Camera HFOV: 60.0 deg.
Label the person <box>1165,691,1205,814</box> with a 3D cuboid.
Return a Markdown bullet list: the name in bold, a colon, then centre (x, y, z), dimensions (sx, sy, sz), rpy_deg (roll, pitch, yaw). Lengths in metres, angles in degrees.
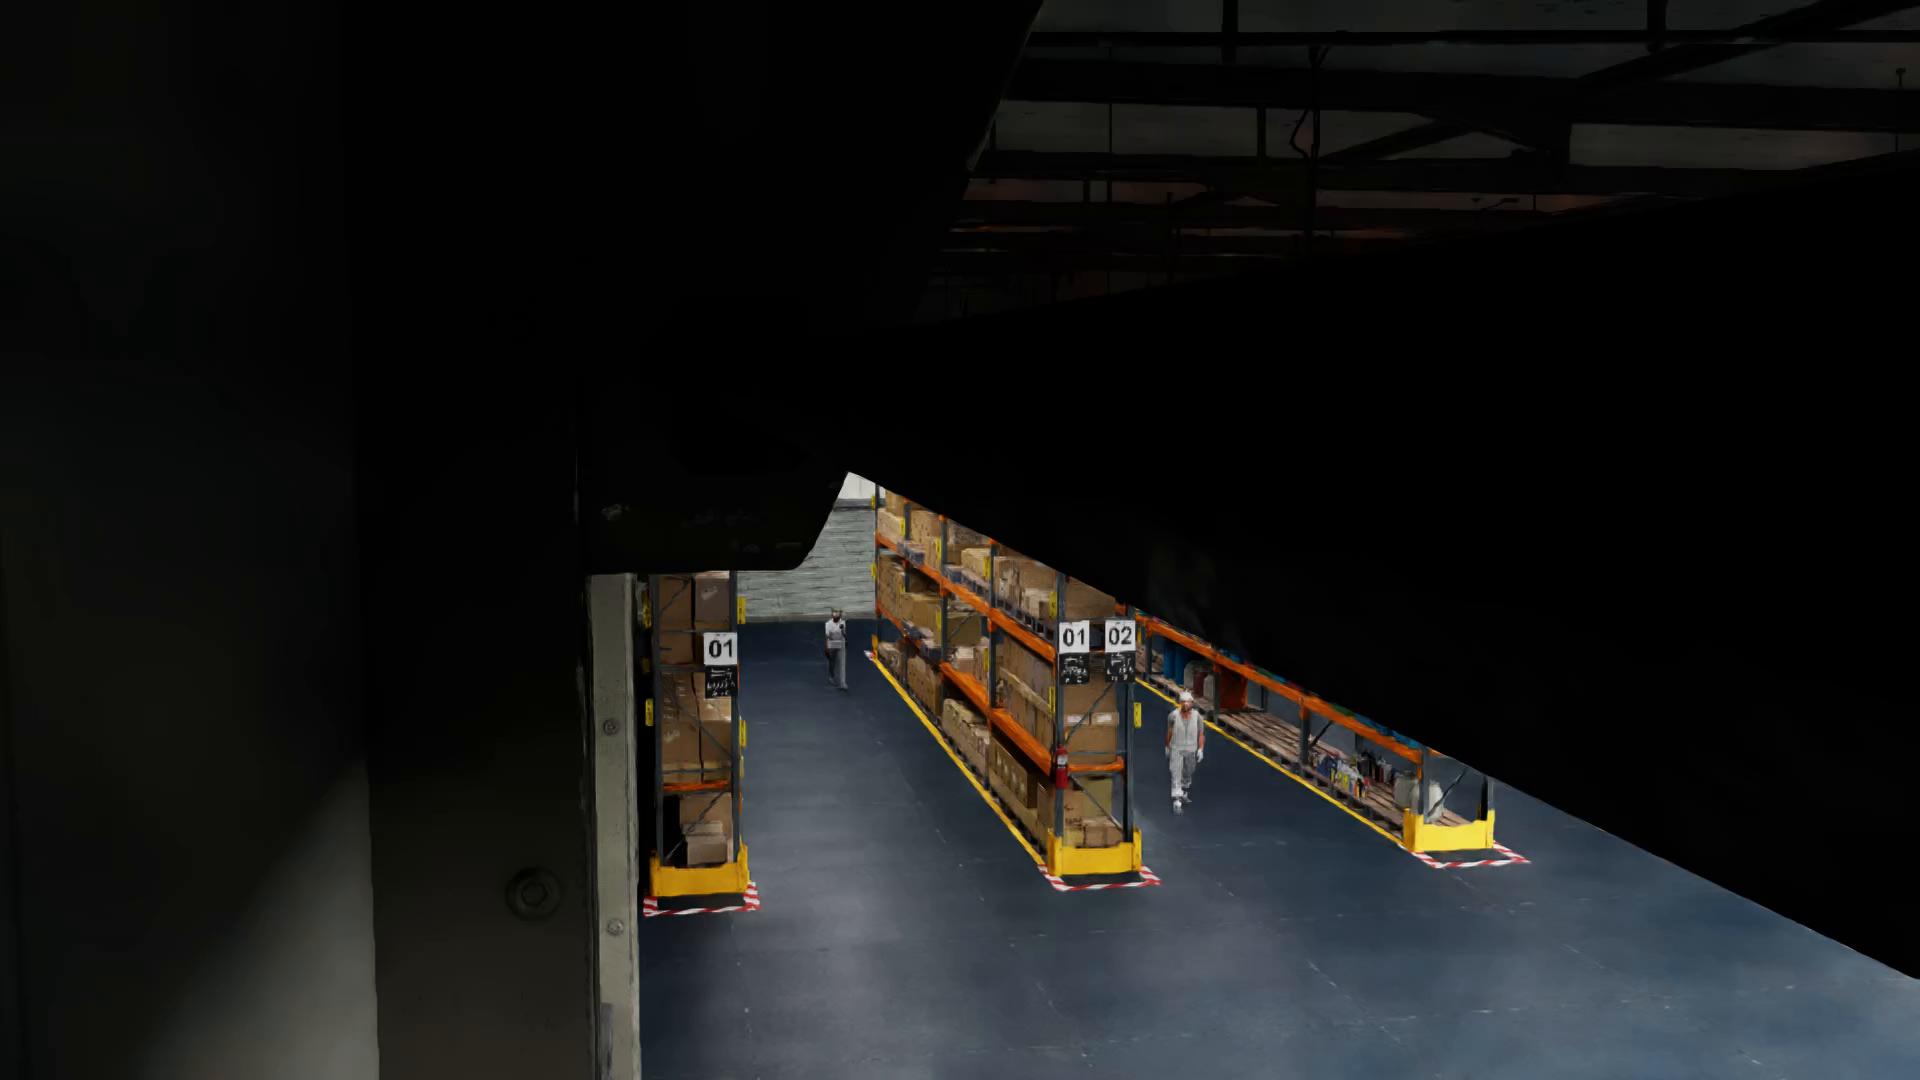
- **person**: centre (3.233, 3.015, 23.829), dimensions (0.531, 1.728, 1.037), rpy_deg (0, 6, -3)

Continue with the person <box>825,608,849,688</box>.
- **person**: centre (-2.471, 2.122, 33.157), dimensions (0.456, 1.589, 1.088), rpy_deg (-1, 6, -9)
